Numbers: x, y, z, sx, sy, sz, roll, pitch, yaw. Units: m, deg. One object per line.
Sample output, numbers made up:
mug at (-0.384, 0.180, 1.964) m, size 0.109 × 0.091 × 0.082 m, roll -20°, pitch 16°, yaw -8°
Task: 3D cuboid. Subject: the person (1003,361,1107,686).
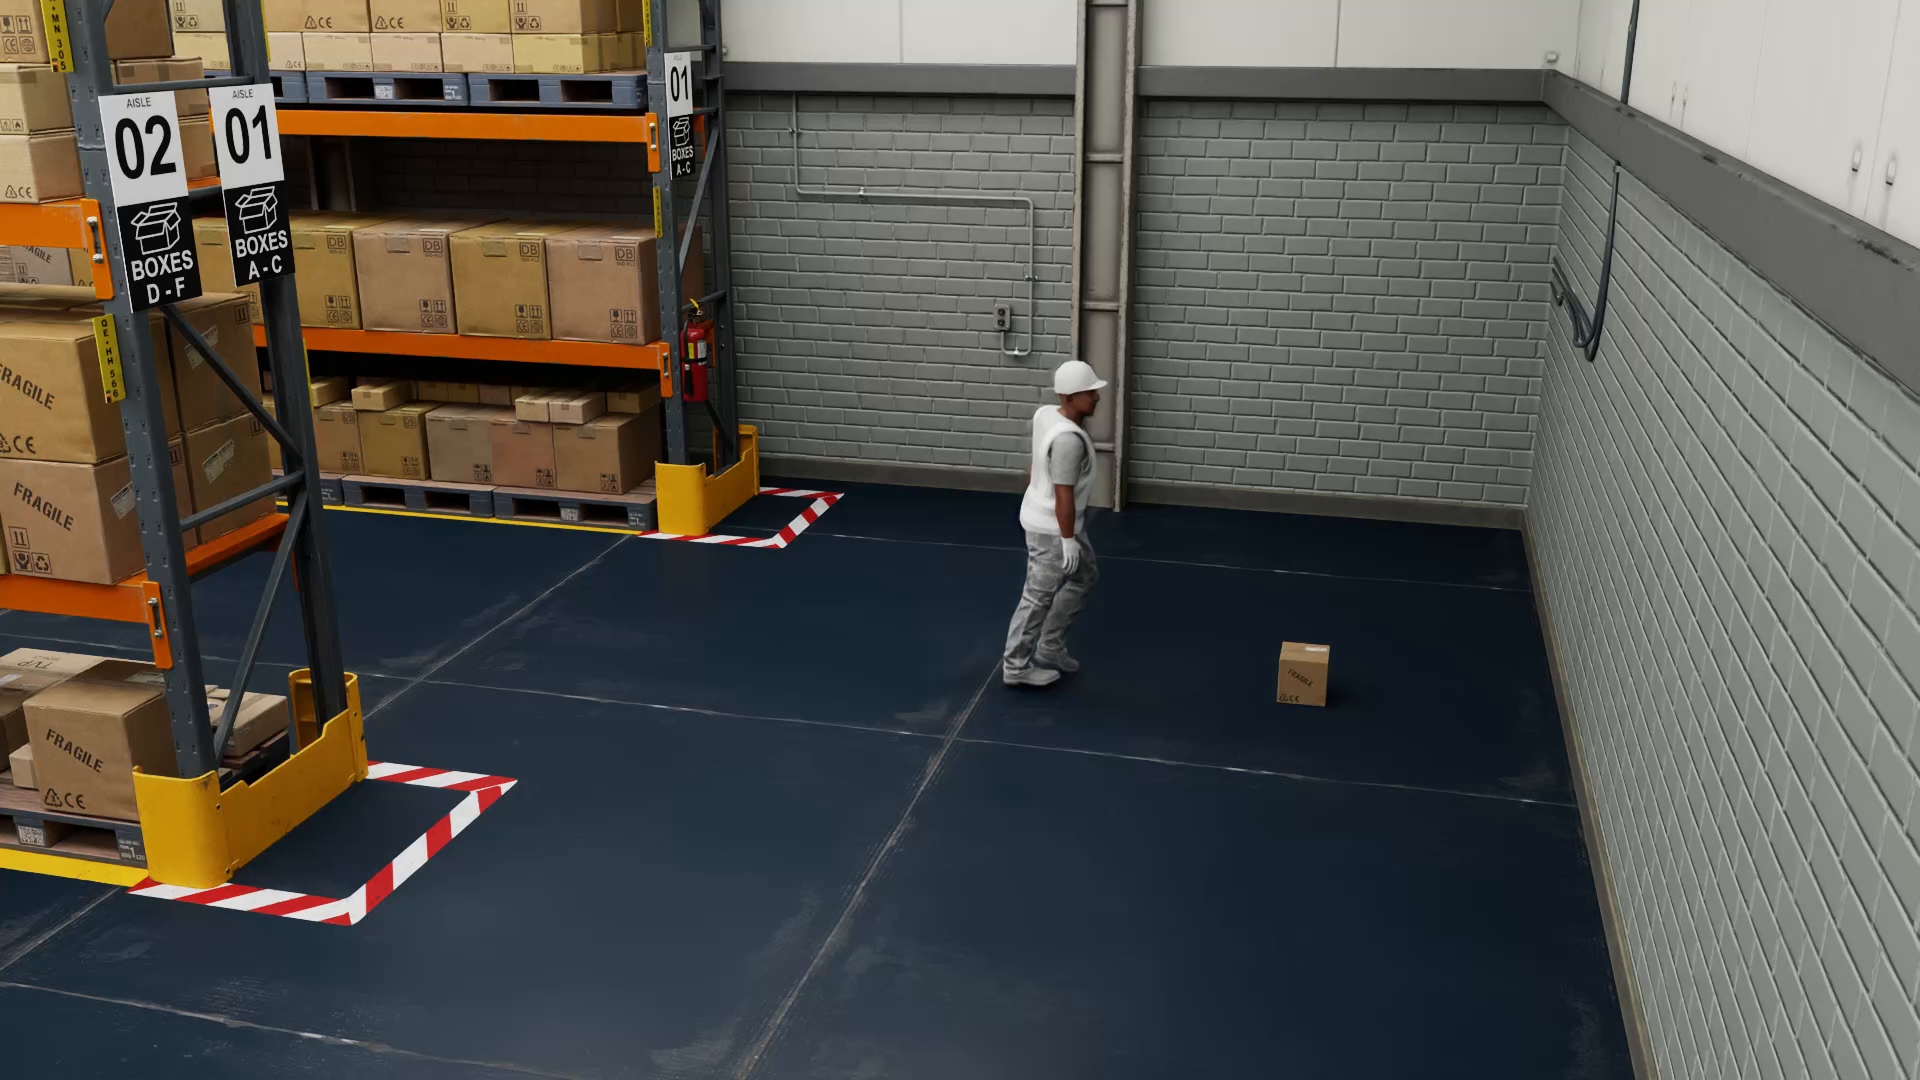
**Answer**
person at (0.489, -0.065, 8.686) m, size 0.519 × 1.778 × 0.595 m, roll 0°, pitch 18°, yaw 0°
